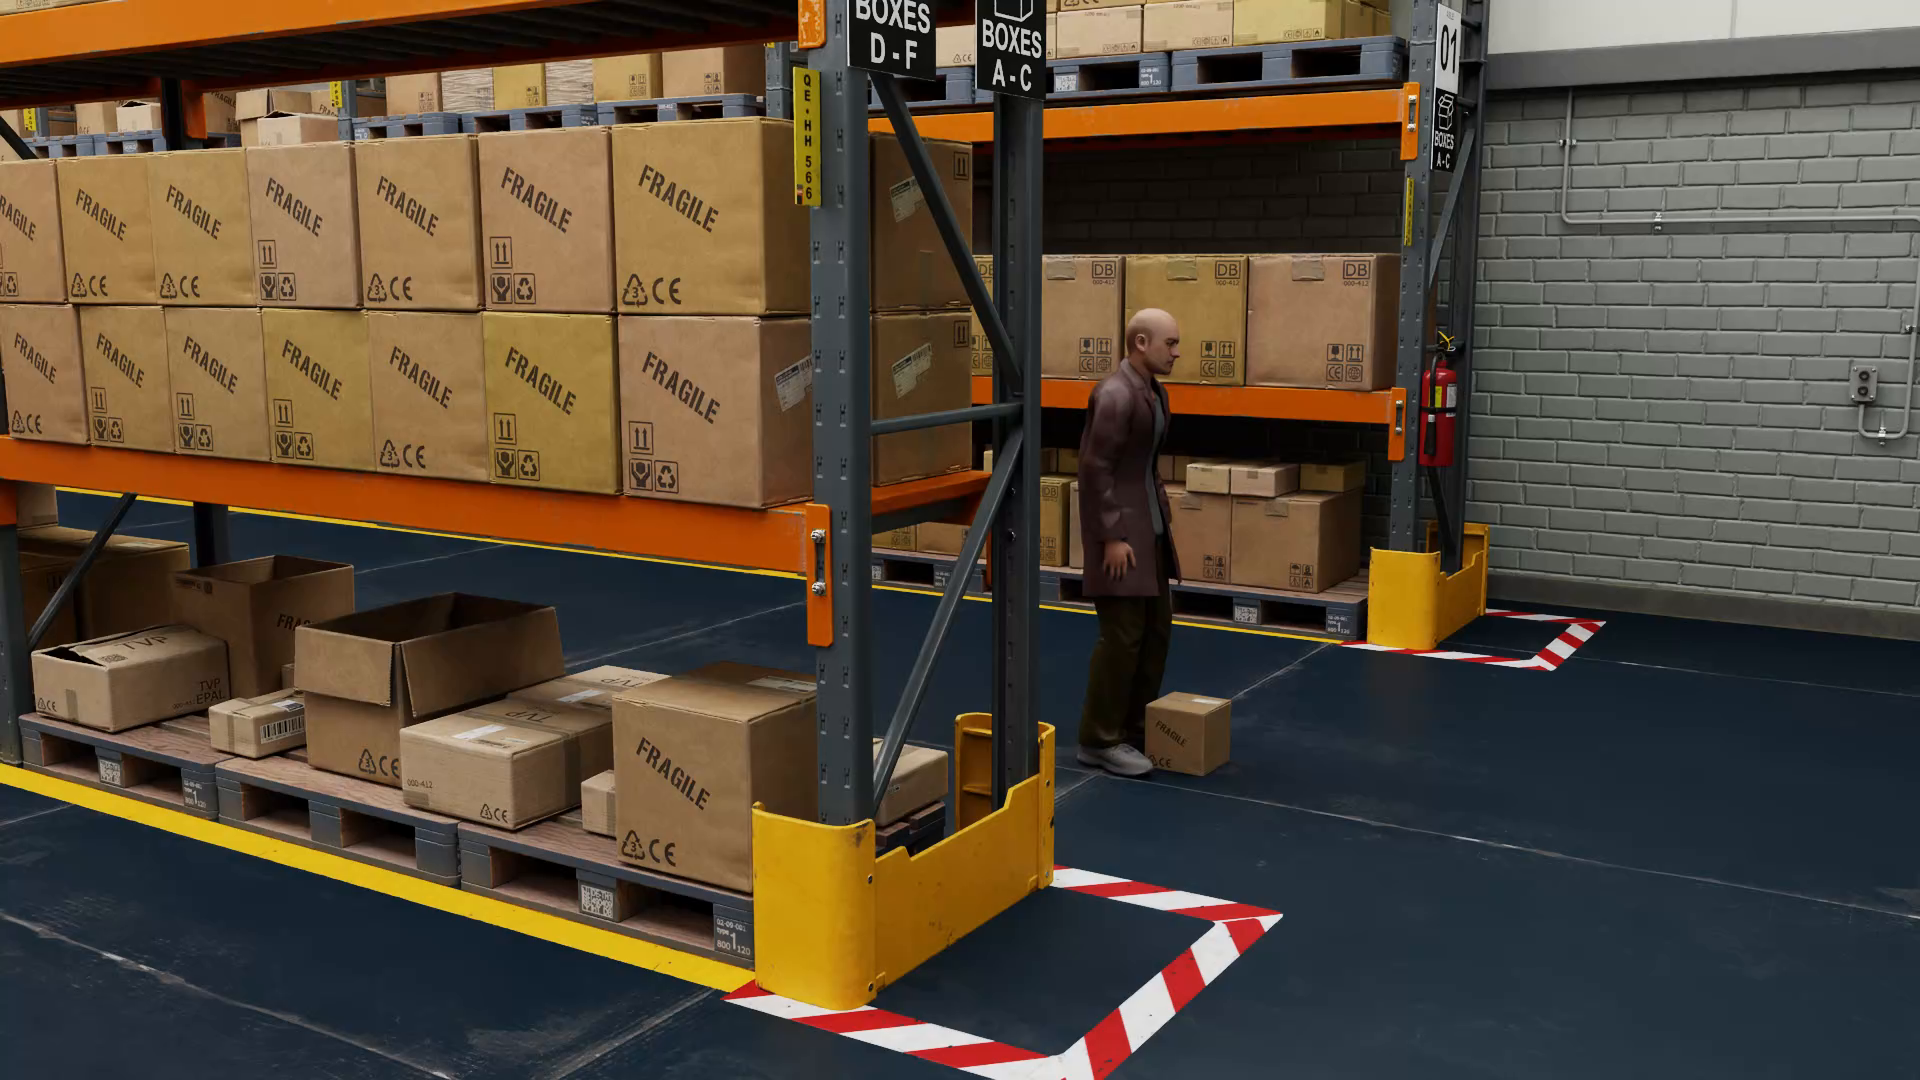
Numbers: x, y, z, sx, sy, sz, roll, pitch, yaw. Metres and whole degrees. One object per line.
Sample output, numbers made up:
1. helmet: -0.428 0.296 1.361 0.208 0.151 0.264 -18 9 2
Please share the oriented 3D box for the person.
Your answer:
1. person: 0.683 -0.015 6.522 0.429 1.772 0.648 5 10 27
